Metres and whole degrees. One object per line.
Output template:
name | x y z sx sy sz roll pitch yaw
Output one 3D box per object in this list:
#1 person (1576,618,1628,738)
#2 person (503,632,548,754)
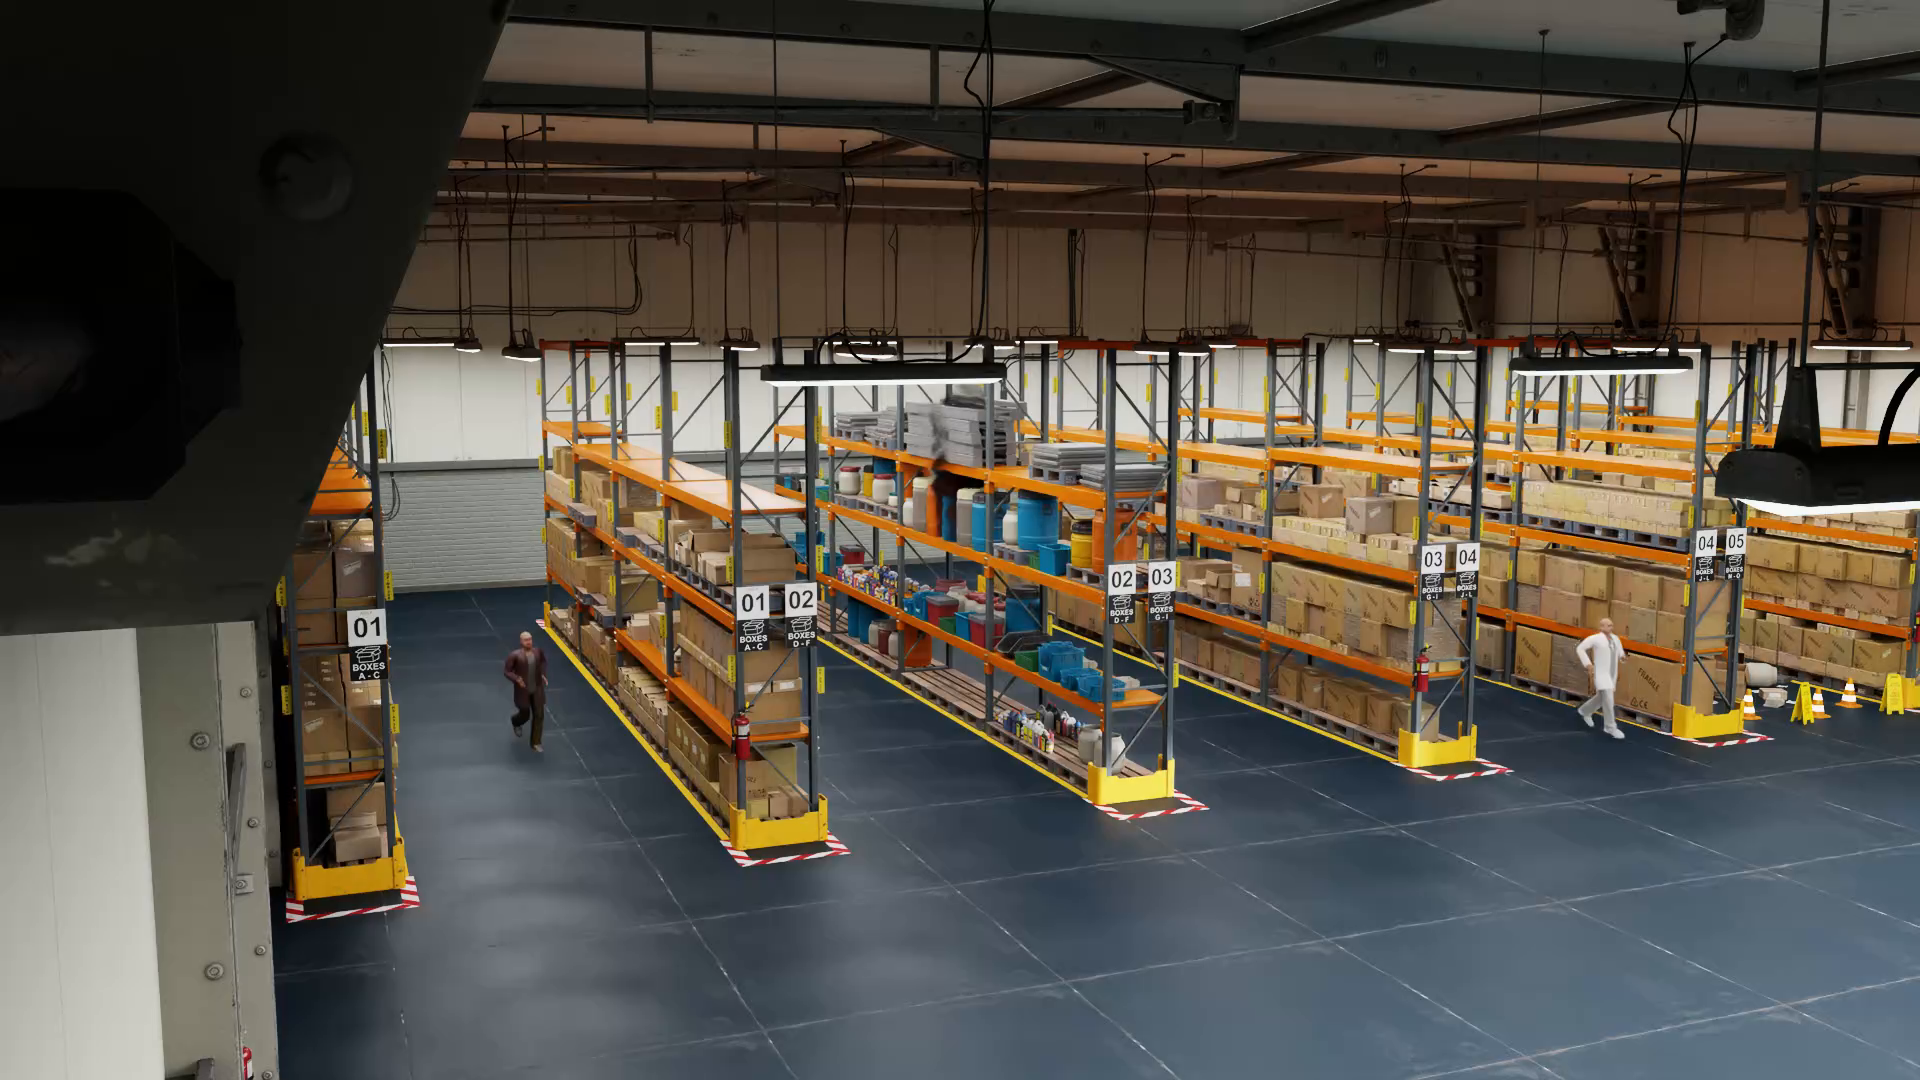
person | 9.948 2.088 25.707 0.710 1.778 1.015 -4 8 -27
person | -6.455 2.247 24.839 0.710 1.776 0.943 -5 9 -35
